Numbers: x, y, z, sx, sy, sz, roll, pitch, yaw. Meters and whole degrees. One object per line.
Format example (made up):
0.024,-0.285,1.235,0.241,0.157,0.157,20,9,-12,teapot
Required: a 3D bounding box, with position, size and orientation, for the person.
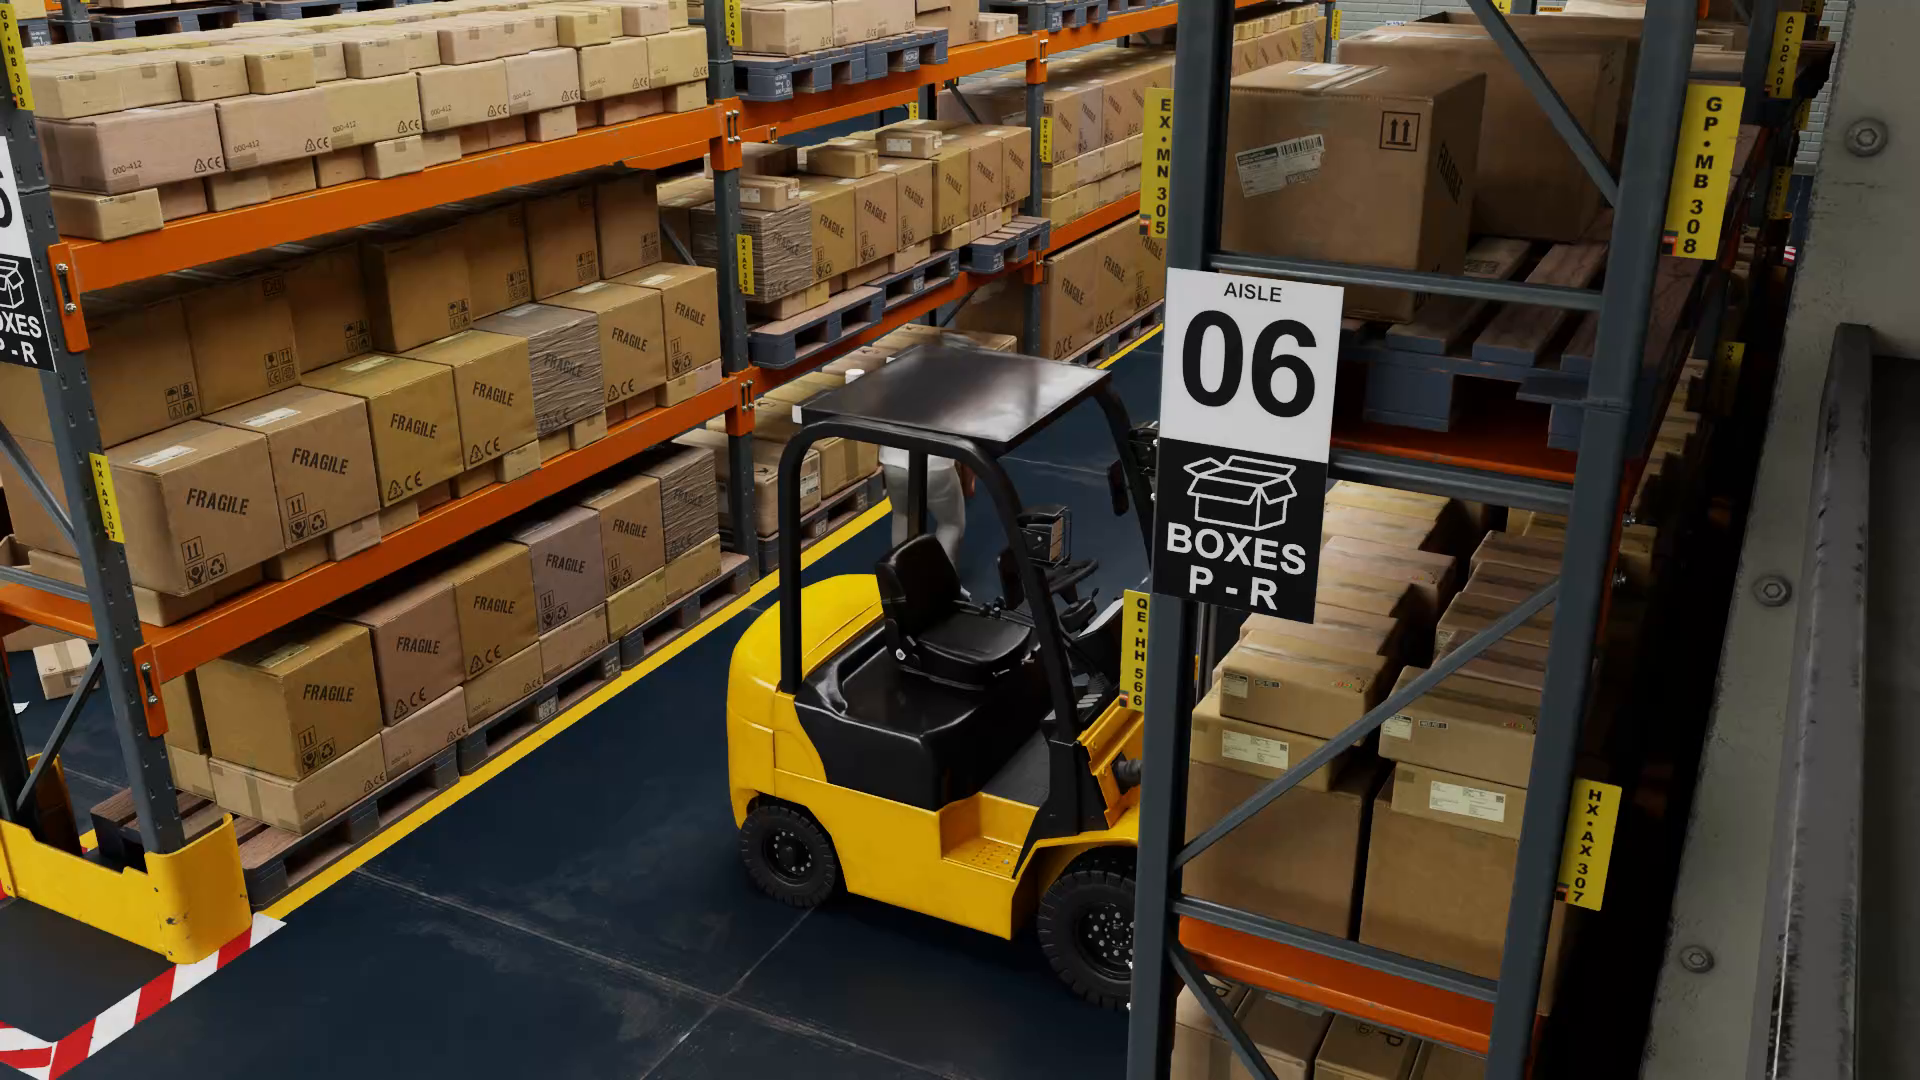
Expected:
-0.129,-0.410,9.622,0.478,1.477,0.919,10,25,23,person
